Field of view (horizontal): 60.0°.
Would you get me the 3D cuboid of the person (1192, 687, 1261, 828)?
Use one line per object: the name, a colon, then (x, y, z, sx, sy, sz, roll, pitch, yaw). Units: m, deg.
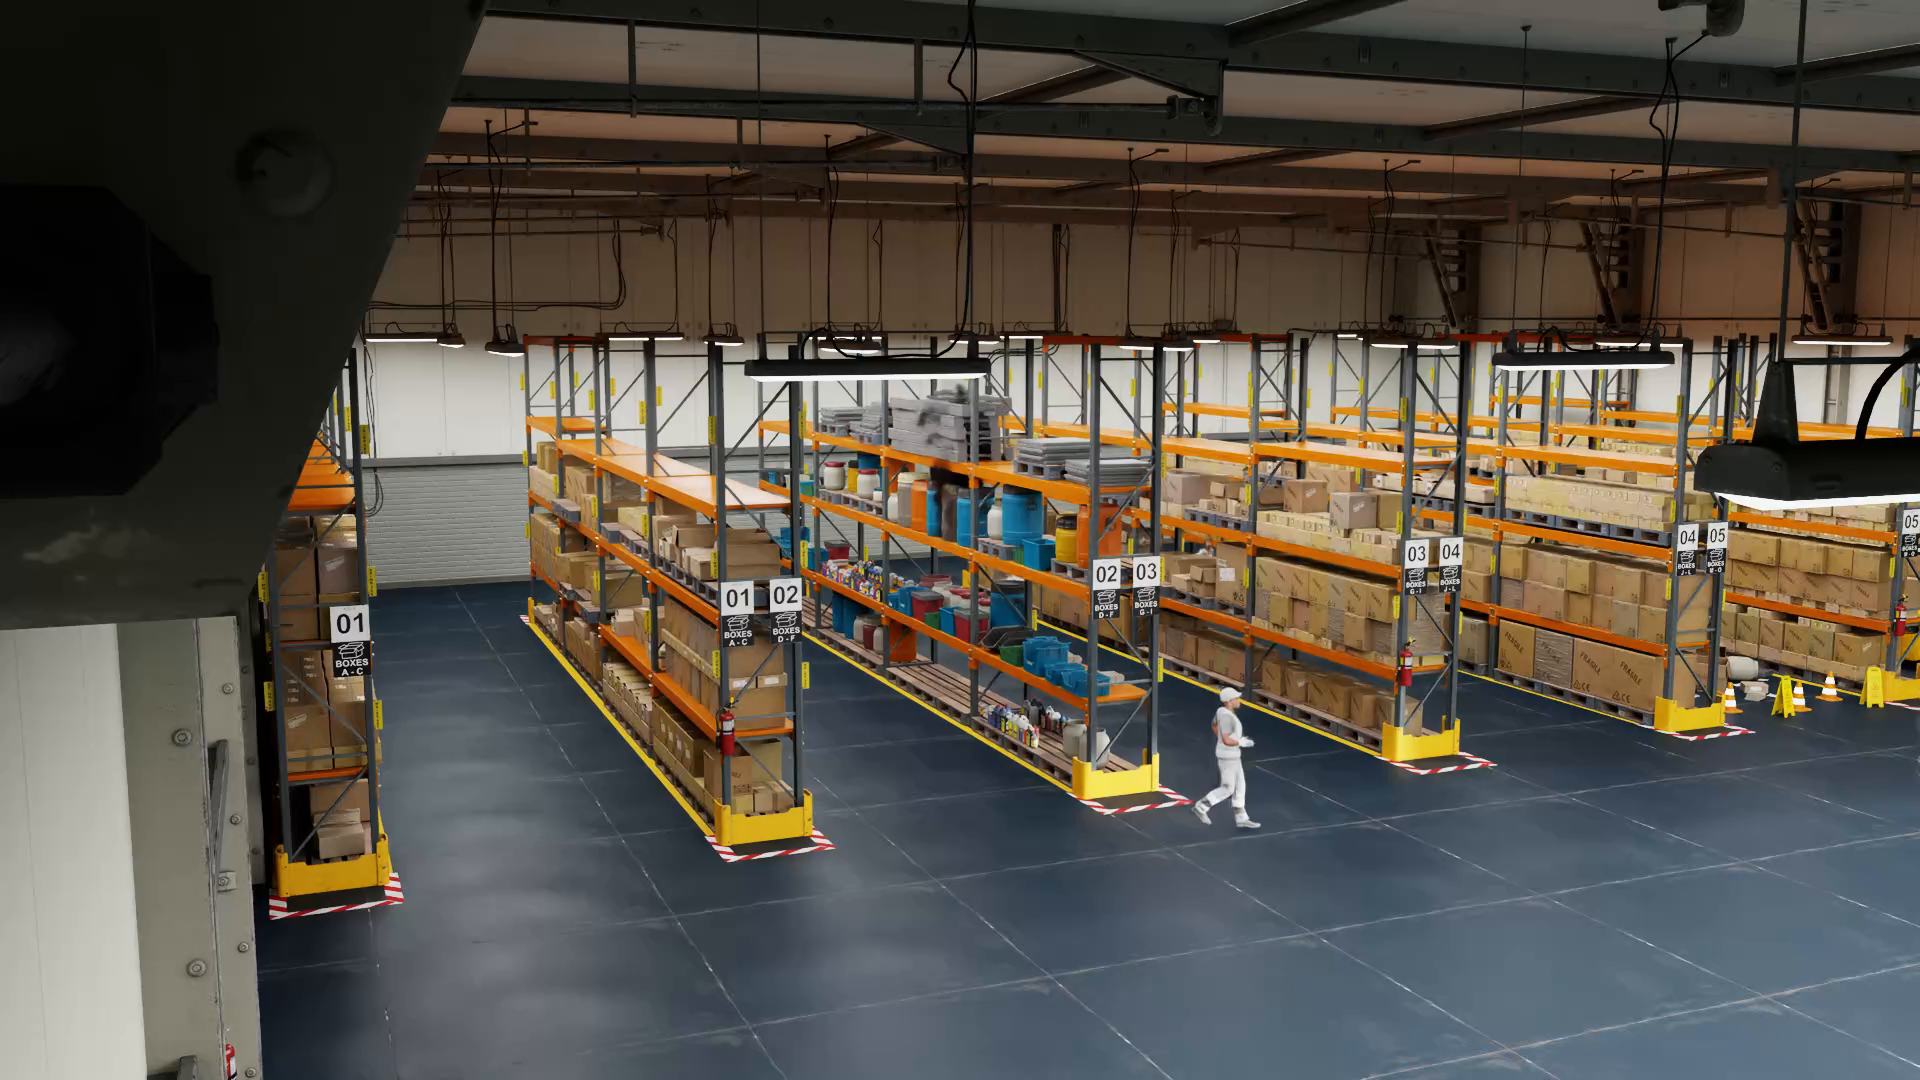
person: (3.317, 2.705, 20.630, 0.854, 1.781, 0.659, 1, 8, 10)

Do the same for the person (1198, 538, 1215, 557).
person: (5.325, 0.740, 36.144, 0.550, 1.610, 0.885, -3, 8, -22)

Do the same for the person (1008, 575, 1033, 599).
person: (1.083, 1.277, 31.399, 0.621, 1.798, 0.937, -5, 9, -34)
